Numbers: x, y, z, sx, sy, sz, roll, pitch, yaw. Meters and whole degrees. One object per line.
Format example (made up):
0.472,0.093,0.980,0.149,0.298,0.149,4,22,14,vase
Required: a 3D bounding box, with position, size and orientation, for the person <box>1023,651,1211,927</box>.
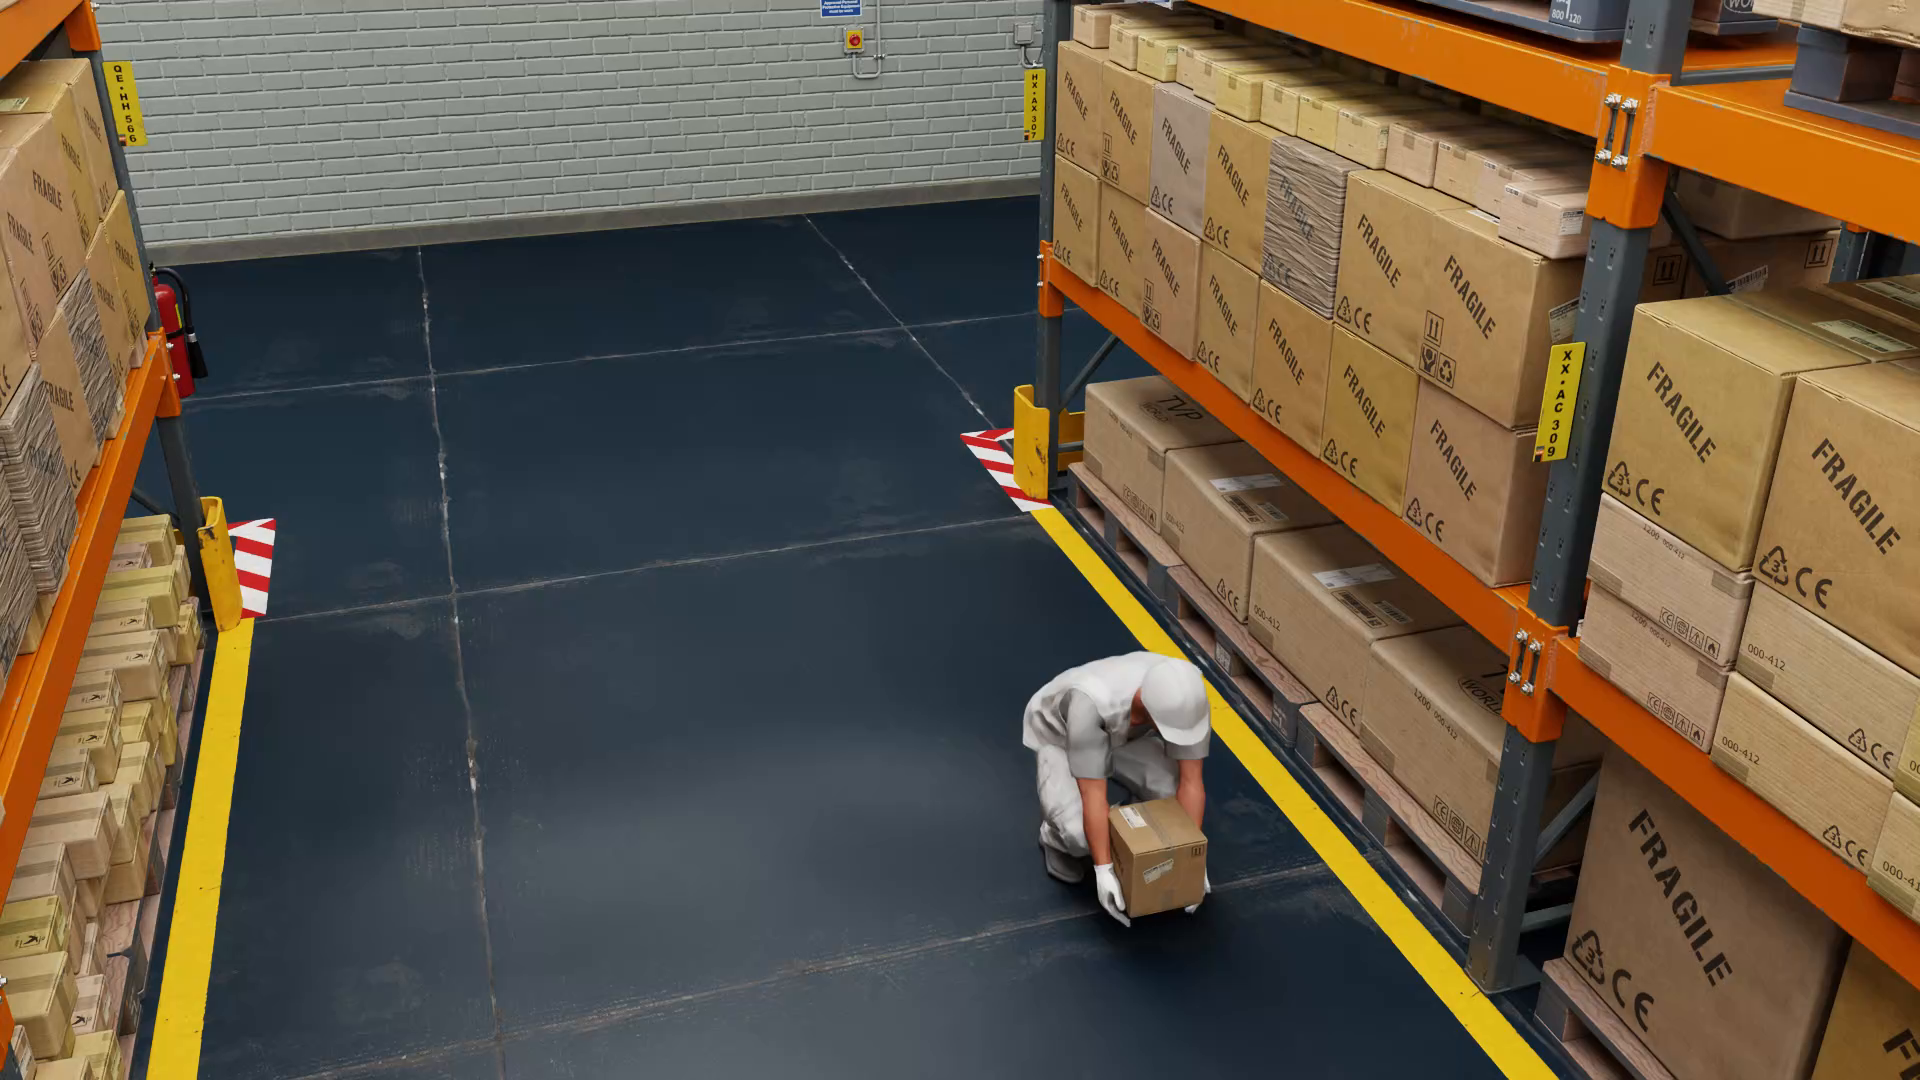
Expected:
0.535,0.721,5.520,0.547,1.002,0.877,-9,27,-17,person
